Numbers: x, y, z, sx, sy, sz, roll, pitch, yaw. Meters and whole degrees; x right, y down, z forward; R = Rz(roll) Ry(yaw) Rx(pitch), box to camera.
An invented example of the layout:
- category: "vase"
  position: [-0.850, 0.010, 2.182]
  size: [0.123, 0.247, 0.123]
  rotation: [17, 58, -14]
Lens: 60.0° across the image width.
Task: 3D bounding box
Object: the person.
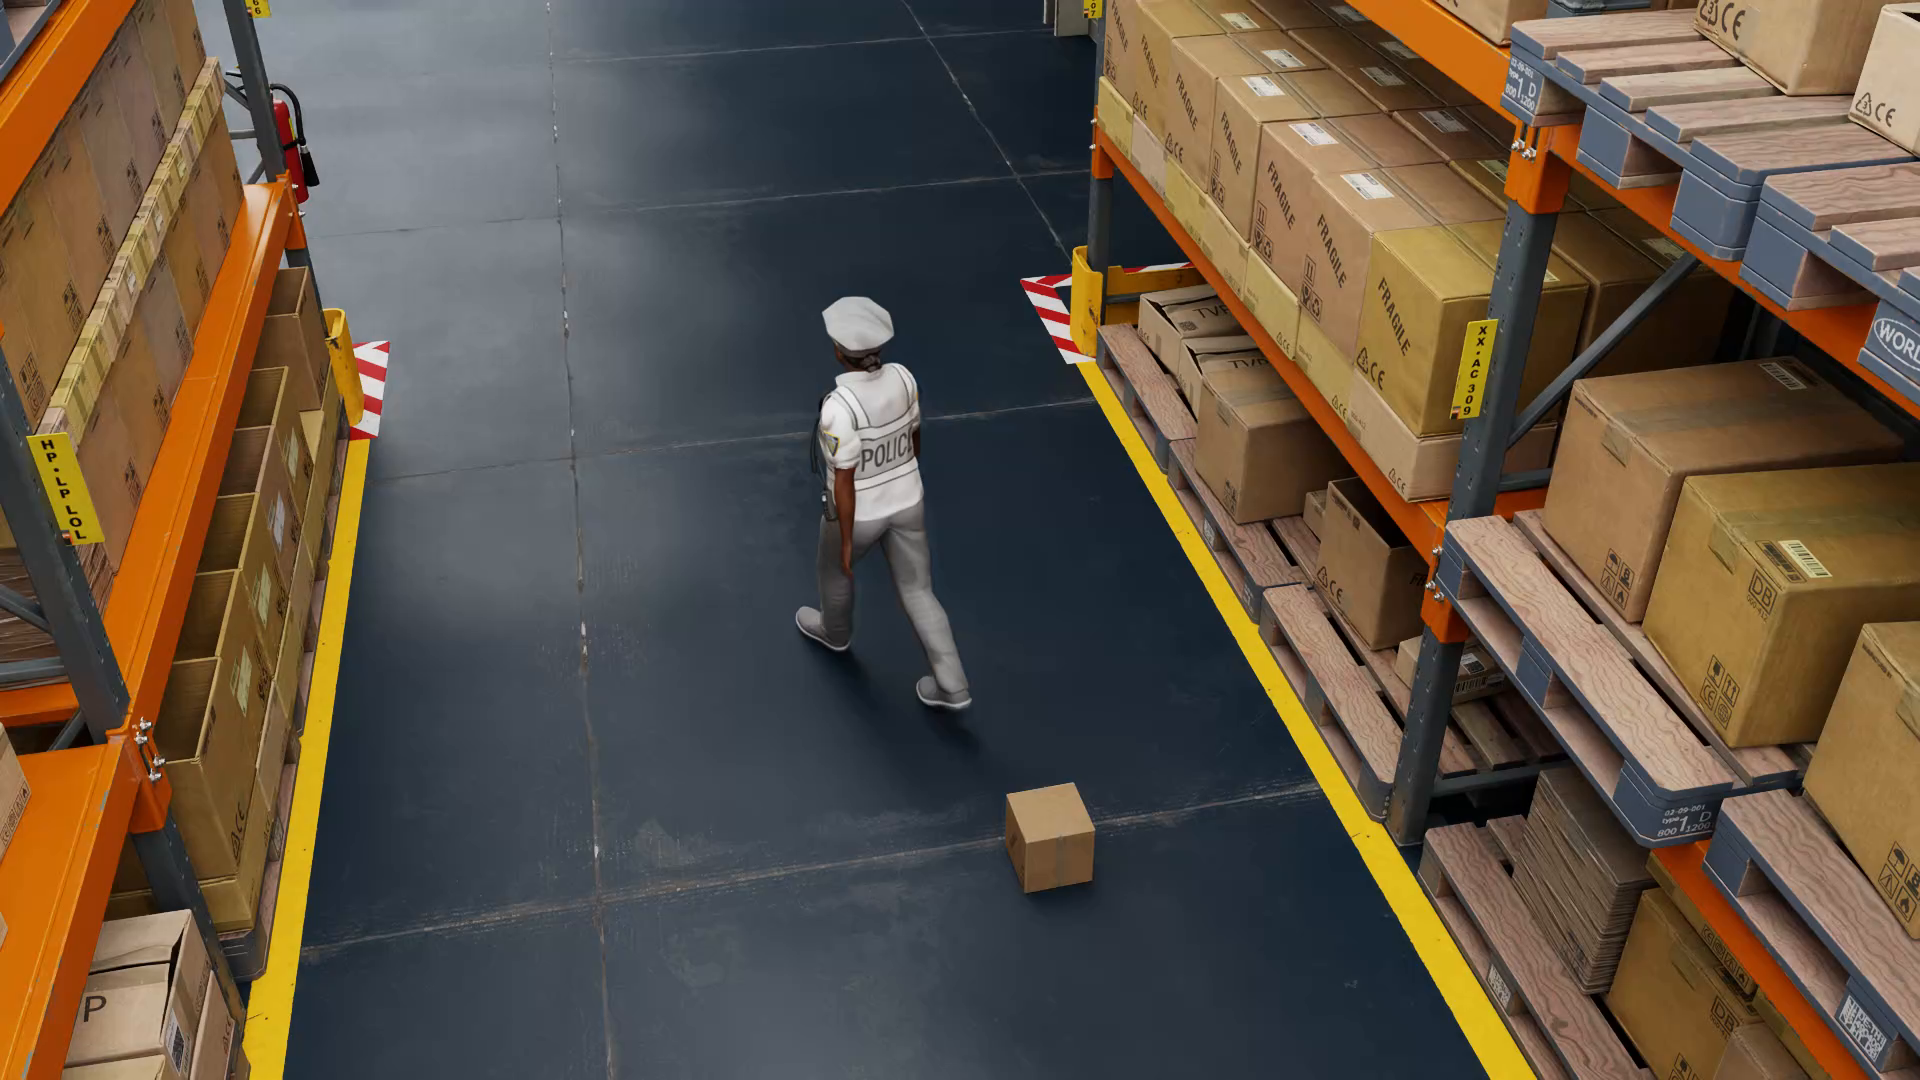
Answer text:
- category: "person"
  position: [-0.301, -0.132, 6.324]
  size: [0.467, 1.630, 1.007]
  rotation: [-23, 41, -30]
